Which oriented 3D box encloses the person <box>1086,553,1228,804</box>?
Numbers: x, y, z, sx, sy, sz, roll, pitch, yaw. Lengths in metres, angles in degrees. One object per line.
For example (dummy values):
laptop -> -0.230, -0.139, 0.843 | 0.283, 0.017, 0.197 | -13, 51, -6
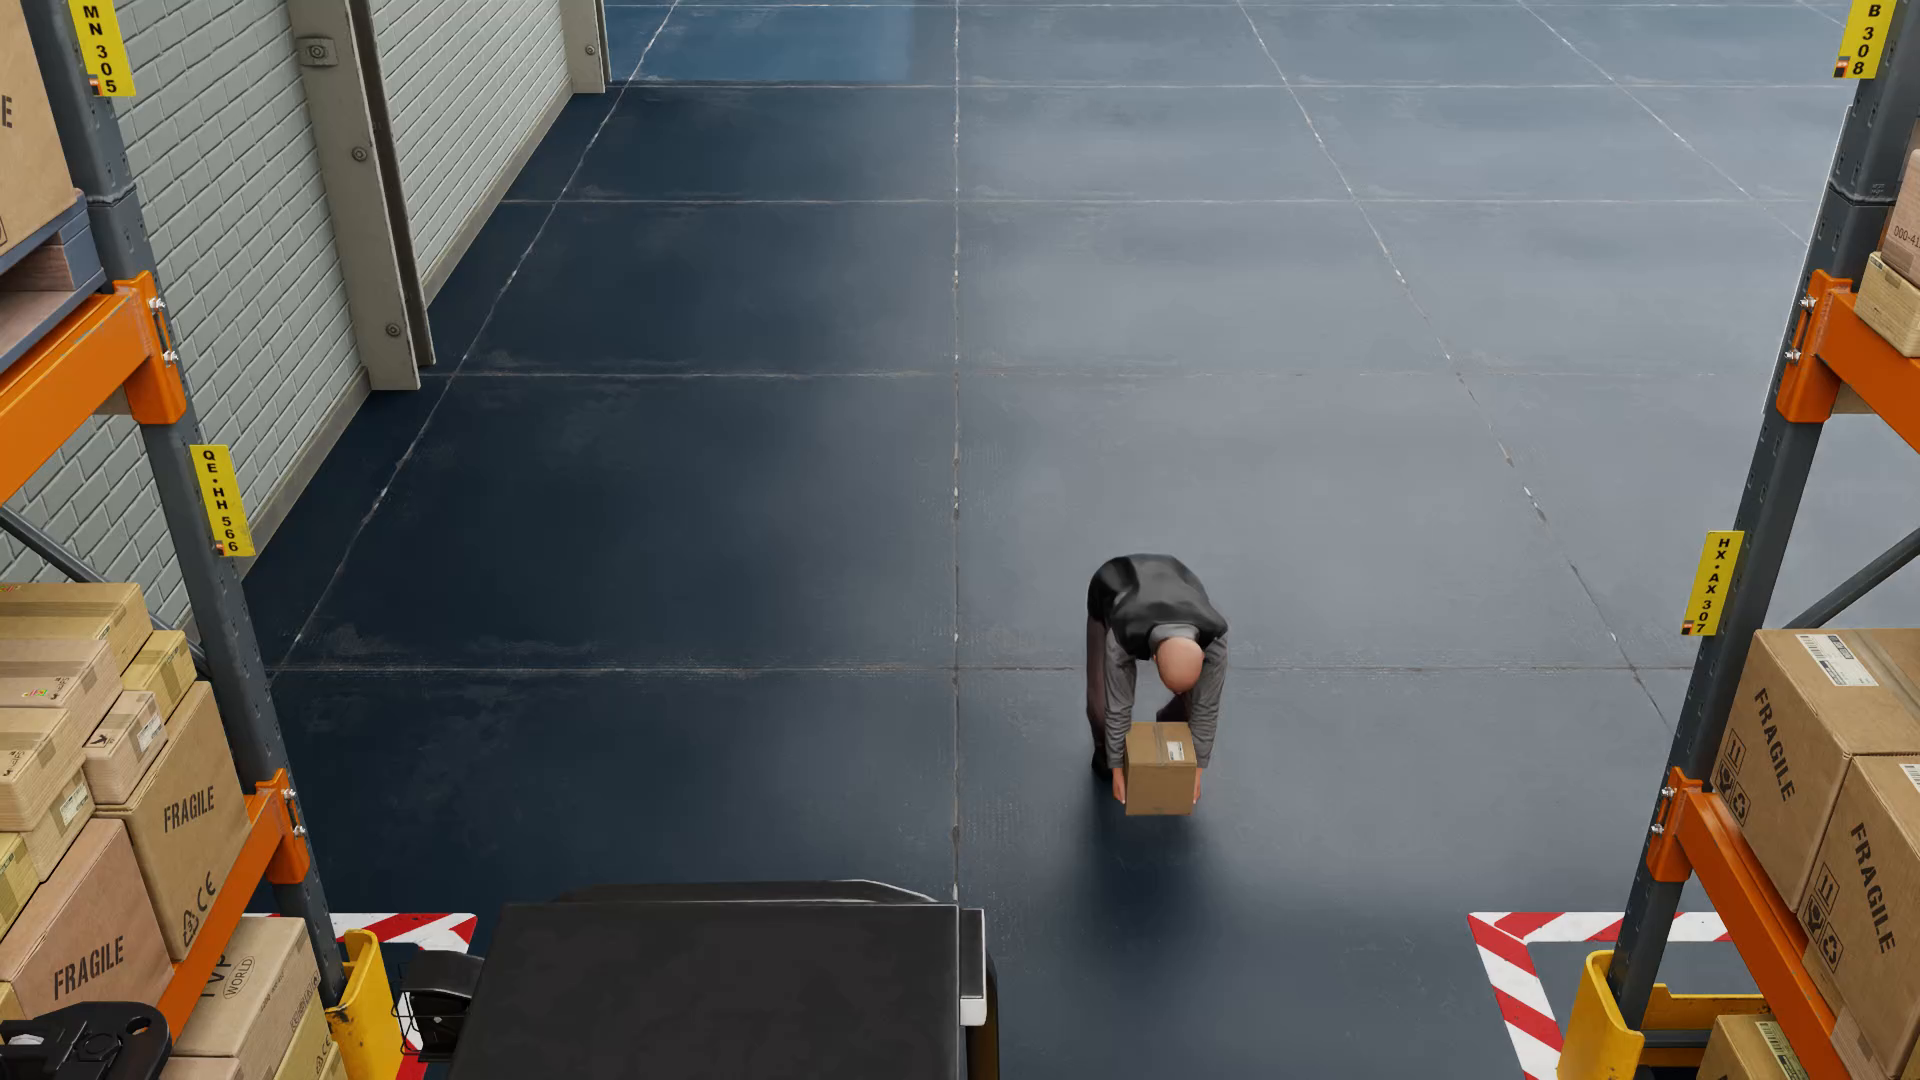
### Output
person -> 0.753, 0.565, 6.457 | 0.520, 0.968, 0.939 | -1, 31, -2
